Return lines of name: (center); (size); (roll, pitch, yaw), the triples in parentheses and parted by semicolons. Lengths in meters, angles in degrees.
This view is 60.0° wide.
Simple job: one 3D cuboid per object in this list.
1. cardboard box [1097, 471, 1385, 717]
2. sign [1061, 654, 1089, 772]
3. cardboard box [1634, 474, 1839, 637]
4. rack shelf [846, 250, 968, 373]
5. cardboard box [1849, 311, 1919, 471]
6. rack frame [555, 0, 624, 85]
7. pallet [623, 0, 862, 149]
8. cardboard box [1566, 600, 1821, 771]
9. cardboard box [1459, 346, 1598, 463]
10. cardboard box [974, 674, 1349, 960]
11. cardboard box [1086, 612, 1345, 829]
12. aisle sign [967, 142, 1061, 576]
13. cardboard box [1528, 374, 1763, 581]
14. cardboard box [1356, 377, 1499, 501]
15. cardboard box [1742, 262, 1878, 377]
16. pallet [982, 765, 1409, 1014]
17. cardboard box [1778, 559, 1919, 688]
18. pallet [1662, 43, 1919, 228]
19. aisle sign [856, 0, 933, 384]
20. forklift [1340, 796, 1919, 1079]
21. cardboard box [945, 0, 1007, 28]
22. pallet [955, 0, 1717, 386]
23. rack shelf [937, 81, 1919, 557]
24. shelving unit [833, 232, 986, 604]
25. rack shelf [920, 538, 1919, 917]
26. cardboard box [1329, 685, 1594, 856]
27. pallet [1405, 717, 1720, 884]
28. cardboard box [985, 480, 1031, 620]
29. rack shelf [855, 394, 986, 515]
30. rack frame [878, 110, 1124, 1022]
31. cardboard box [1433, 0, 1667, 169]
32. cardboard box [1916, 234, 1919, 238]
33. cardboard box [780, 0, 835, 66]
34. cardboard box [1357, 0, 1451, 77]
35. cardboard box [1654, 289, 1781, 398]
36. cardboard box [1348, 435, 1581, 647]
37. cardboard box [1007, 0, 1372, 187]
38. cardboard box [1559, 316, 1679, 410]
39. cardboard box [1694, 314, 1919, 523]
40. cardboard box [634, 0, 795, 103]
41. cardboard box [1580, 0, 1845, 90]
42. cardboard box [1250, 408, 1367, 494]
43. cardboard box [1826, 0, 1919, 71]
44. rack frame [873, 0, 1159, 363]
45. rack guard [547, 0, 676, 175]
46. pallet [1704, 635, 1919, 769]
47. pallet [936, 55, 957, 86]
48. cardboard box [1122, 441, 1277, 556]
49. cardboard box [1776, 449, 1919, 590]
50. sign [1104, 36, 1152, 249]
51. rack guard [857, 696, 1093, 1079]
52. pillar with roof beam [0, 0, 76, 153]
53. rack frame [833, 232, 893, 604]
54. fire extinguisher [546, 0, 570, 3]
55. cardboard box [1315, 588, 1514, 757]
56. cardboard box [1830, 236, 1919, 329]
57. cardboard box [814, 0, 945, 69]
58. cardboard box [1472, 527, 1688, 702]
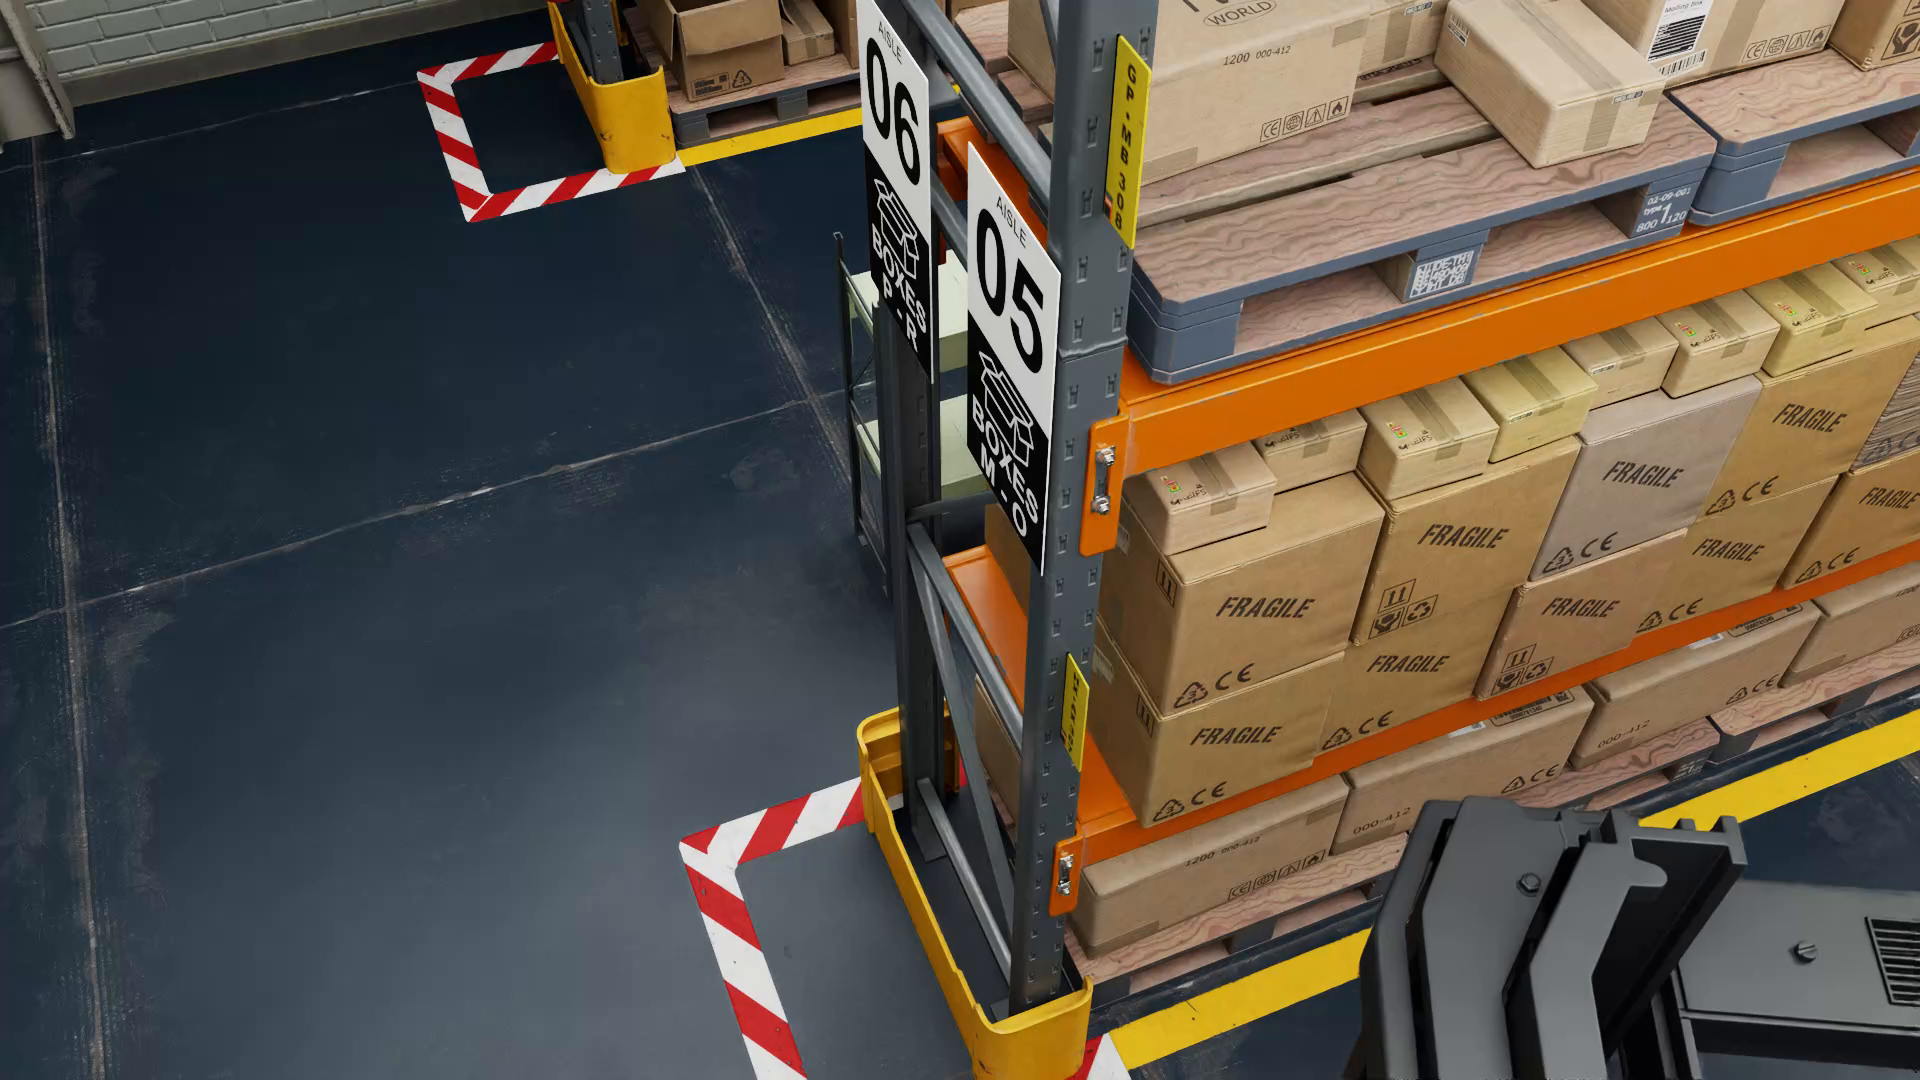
cardboard box: (0.600, 0.004, 3.885); (0.500, 0.500, 0.500); (-18, 52, -15)
sign: (0.252, 0.384, 3.661); (0.005, 0.325, 0.100); (-17, 52, -14)
cardboard box: (1.994, -0.122, 4.652); (0.500, 0.500, 0.500); (-16, 51, -13)
rack shelf: (0.006, -0.745, 5.727); (0.720, 0.370, 0.431); (-17, 52, -14)
cardboard box: (2.478, -0.584, 4.390); (0.500, 0.500, 0.500); (-17, 51, -14)
rack frame: (-1.832, -3.185, 7.349); (0.127, 3.000, 1.000); (-17, 52, -14)
pallet: (-1.024, -2.528, 8.622); (1.213, 0.211, 1.003); (-17, 52, -14)
cardboard box: (2.301, 0.213, 5.843); (0.875, 0.438, 0.875); (-19, 52, -15)
cardboard box: (1.218, -0.384, 3.791); (0.250, 0.149, 0.380); (-19, 52, -15)
cardboard box: (0.621, 0.738, 5.391); (0.875, 0.438, 0.875); (-19, 52, -15)
cardboard box: (0.601, 0.331, 4.263); (0.500, 0.500, 0.500); (-18, 52, -15)
aisle sign: (0.091, -0.323, 3.177); (0.004, 0.787, 0.394); (-17, 52, -14)
cardboard box: (1.549, -0.302, 4.148); (0.500, 0.500, 0.500); (-18, 52, -15)
cardboard box: (0.981, -0.296, 3.715); (0.250, 0.149, 0.380); (-16, 51, -13)
cardboard box: (1.933, -0.592, 3.970); (0.250, 0.149, 0.380); (-18, 52, -15)
pallet: (0.759, 0.924, 5.658); (1.213, 0.211, 1.003); (-17, 52, -14)
cardboard box: (3.129, -0.045, 6.064); (0.875, 0.438, 0.875); (-18, 52, -15)
pallet: (1.862, -1.221, 3.744); (1.213, 0.211, 1.003); (-17, 52, -14)
aisle sign: (-0.136, -0.744, 3.539); (0.004, 0.787, 0.394); (-17, 52, -14)
forklift: (1.410, 1.657, 3.236); (3.031, 2.935, 1.130); (4, 49, 3)
cardboard box: (0.103, -2.916, 8.488); (0.500, 0.500, 0.500); (-16, 51, -14)
pallet: (0.731, -0.868, 3.441); (1.213, 0.211, 1.003); (-17, 52, -14)
rack shelf: (1.899, -1.017, 3.983); (4.000, 0.370, 1.077); (-17, 52, -14)
shelving unit: (0.006, -0.491, 6.023); (0.755, 1.500, 0.431); (-17, 52, -14)
rack shelf: (1.899, -0.039, 5.121); (4.000, 0.370, 1.077); (-17, 52, -14)
cardboard box: (1.465, 0.470, 5.622); (0.875, 0.438, 0.875); (-16, 51, -13)
pallet: (1.886, 0.577, 5.956); (1.213, 0.211, 1.003); (-17, 52, -14)
cardboard box: (0.394, -0.057, 4.596); (0.500, 0.500, 0.500); (-17, 51, -14)
rack shelf: (0.006, -0.278, 6.271); (0.720, 0.370, 0.431); (-17, 52, -14)
rack frame: (0.048, 0.300, 4.356); (0.127, 3.000, 1.000); (-17, 52, -14)
cardboard box: (1.142, -0.915, 3.245); (0.250, 0.149, 0.380); (-16, 51, -13)
cardboard box: (2.379, -0.783, 4.133); (0.250, 0.149, 0.380); (-18, 52, -15)
cardboard box: (-0.822, -2.596, 8.446); (0.250, 0.149, 0.380); (-19, 52, -16)
cardboard box: (0.788, -1.134, 3.433); (0.250, 0.149, 0.380); (-21, 52, -17)
cardboard box: (1.688, -0.539, 3.924); (0.250, 0.149, 0.380); (-17, 51, -14)
cardboard box: (1.076, -0.149, 4.017); (0.500, 0.500, 0.500); (-18, 52, -15)
cardboard box: (0.430, -0.990, 3.243); (0.500, 0.250, 0.500); (-22, 53, -18)
cardboard box: (1.441, -0.497, 3.888); (0.250, 0.149, 0.380); (-17, 51, -14)
cardboard box: (2.011, -0.446, 4.271); (0.500, 0.500, 0.500); (-17, 51, -14)
cardboard box: (-1.230, -2.617, 8.230); (0.637, 0.503, 0.797); (-19, 52, -16)
cardboard box: (1.453, -1.212, 3.393); (0.500, 0.311, 0.500); (-16, 51, -14)
cardboard box: (0.697, -0.302, 3.720); (0.250, 0.149, 0.380); (-16, 51, -13)
cardboard box: (1.971, -1.352, 3.389); (0.500, 0.500, 0.500); (-16, 51, -14)
rack frame: (0.048, -1.654, 2.080); (0.127, 3.000, 1.000); (-17, 52, -14)
rack guard: (-1.762, -2.392, 8.316); (0.348, 0.500, 1.175); (-17, 52, -14)
pallet: (3.017, 0.224, 6.259); (1.213, 0.211, 1.003); (-17, 52, -14)
pallet: (0.103, -2.875, 8.920); (1.213, 0.211, 1.003); (-17, 52, -14)
cardboard box: (0.481, -0.177, 3.613); (0.250, 0.149, 0.380); (-16, 51, -13)
cardboard box: (2.484, -0.261, 4.772); (0.500, 0.500, 0.500); (-18, 52, -15)
sign: (0.252, -0.596, 2.520); (0.005, 0.325, 0.100); (-17, 52, -14)
rack guard: (0.026, 1.121, 5.298); (0.348, 0.500, 1.175); (-17, 52, -14)
pillar with roof beam: (-3.041, -1.976, 2.356); (0.400, 9.000, 9.100); (-17, 52, -14)
rack frame: (-0.333, -0.386, 5.933); (0.023, 1.500, 0.400); (-17, 52, -14)
fire extinguisher: (-1.794, -2.671, 7.205); (0.183, 0.674, 0.296); (-17, 52, -14)
cardboard box: (1.059, 0.167, 4.404); (0.500, 0.500, 0.500); (-18, 52, -15)
cardboard box: (2.157, -0.702, 4.064); (0.250, 0.149, 0.380); (-17, 52, -14)
cardboard box: (-0.424, -2.834, 8.418); (0.500, 0.500, 0.700); (-15, 51, -13)
cardboard box: (1.536, 0.033, 4.519); (0.500, 0.500, 0.500); (-17, 52, -14)
